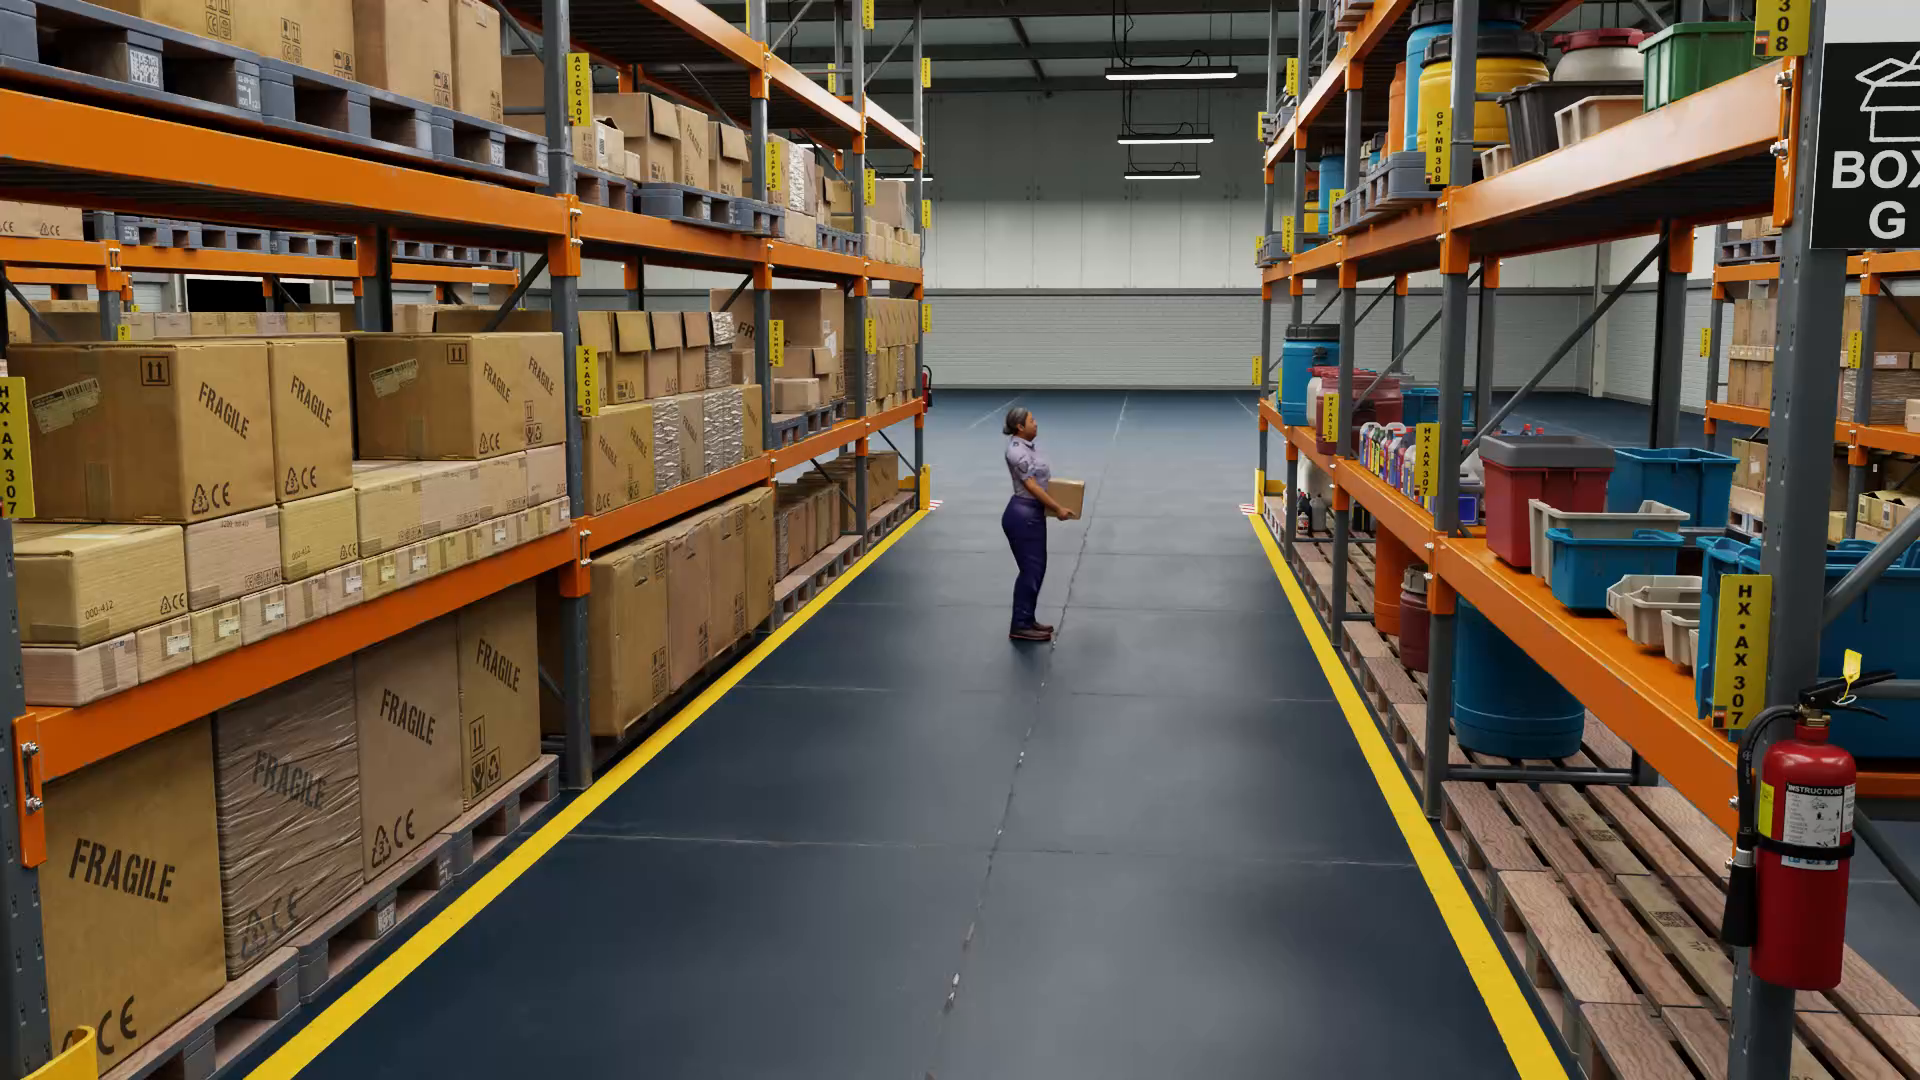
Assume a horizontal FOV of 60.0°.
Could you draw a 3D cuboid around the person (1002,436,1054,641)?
[{"bbox_3d":[0.485,-0.025,11.832,0.362,1.432,0.451,1,8,6],"label":"person"}]
